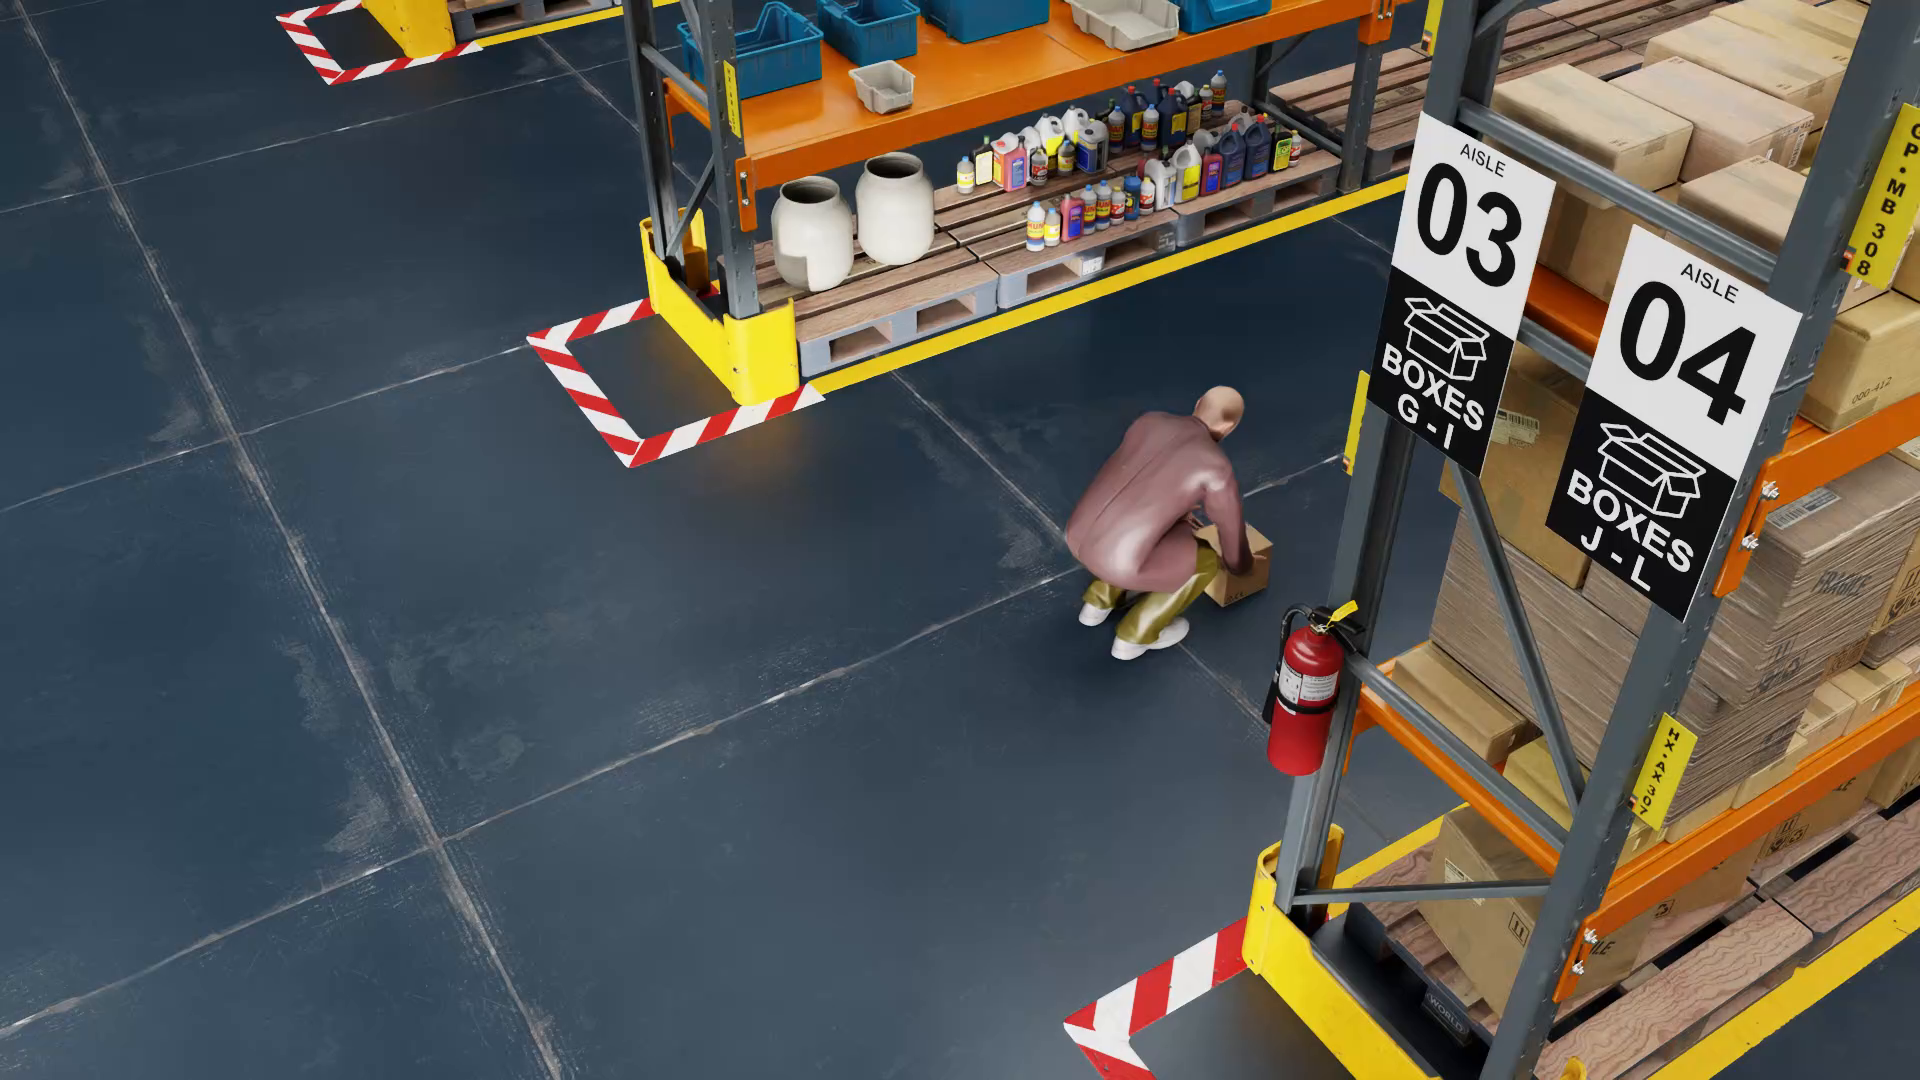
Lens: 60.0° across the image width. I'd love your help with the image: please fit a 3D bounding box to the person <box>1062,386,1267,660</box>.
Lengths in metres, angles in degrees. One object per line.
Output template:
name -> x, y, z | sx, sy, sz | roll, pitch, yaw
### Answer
person -> 0.822, -0.073, 6.855 | 0.896, 1.003, 0.610 | -22, 45, -24
